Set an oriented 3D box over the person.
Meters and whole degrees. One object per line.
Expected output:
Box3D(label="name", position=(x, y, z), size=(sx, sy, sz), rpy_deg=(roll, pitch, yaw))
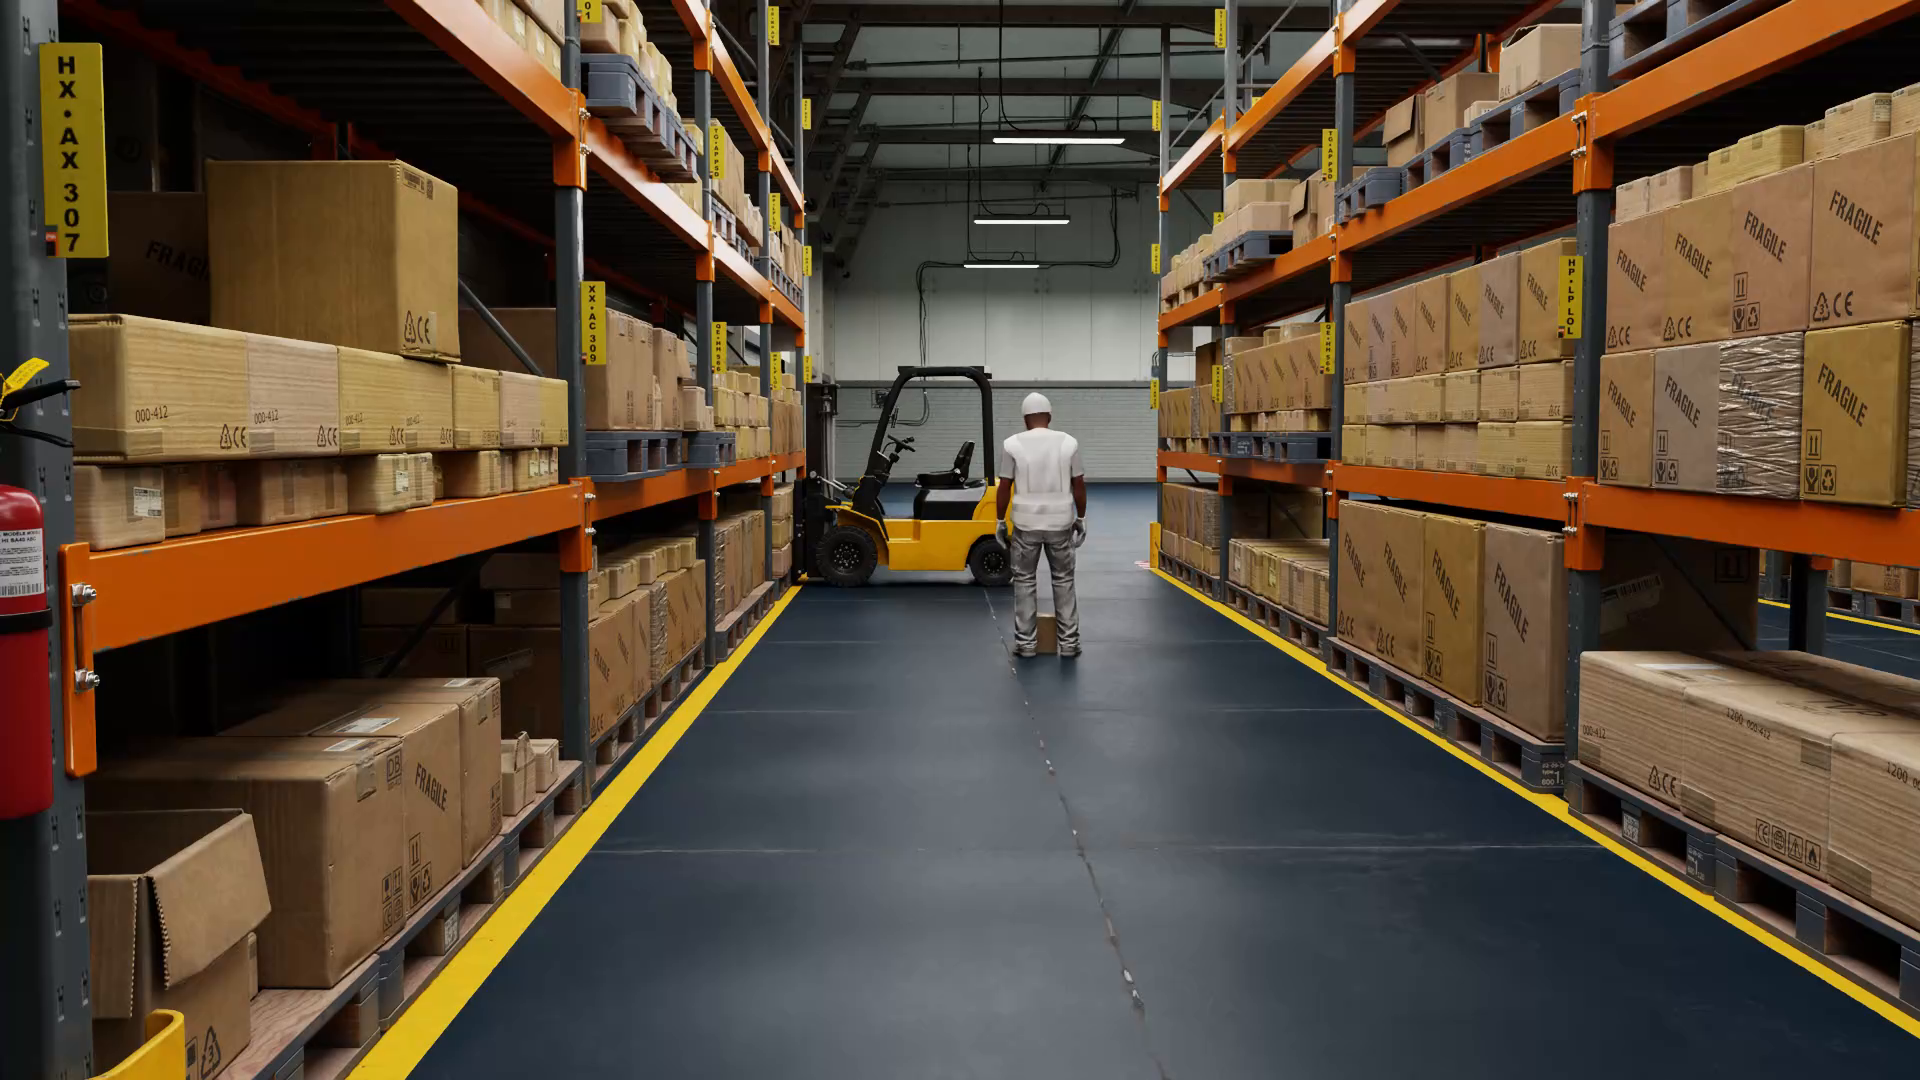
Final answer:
Box3D(label="person", position=(0.547, -0.103, 11.203), size=(0.623, 1.773, 0.450), rpy_deg=(0, 4, -5))
